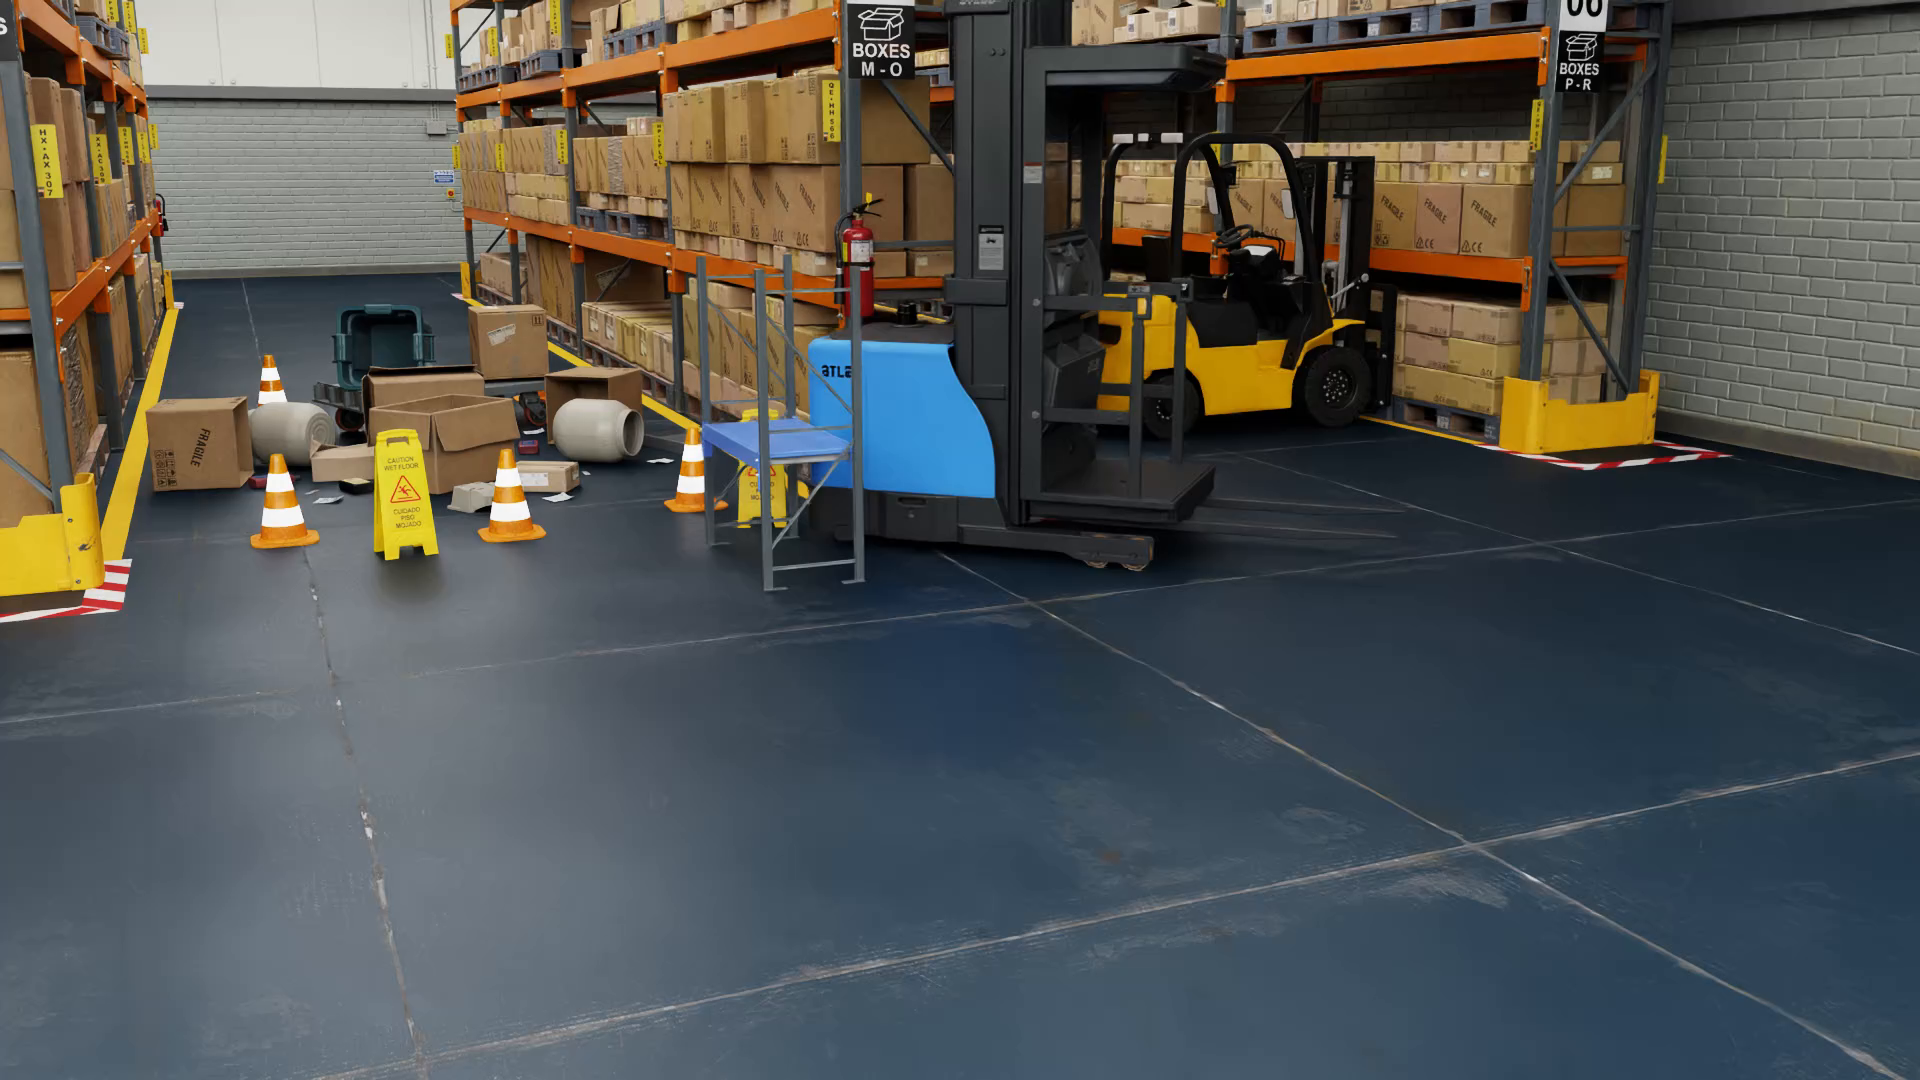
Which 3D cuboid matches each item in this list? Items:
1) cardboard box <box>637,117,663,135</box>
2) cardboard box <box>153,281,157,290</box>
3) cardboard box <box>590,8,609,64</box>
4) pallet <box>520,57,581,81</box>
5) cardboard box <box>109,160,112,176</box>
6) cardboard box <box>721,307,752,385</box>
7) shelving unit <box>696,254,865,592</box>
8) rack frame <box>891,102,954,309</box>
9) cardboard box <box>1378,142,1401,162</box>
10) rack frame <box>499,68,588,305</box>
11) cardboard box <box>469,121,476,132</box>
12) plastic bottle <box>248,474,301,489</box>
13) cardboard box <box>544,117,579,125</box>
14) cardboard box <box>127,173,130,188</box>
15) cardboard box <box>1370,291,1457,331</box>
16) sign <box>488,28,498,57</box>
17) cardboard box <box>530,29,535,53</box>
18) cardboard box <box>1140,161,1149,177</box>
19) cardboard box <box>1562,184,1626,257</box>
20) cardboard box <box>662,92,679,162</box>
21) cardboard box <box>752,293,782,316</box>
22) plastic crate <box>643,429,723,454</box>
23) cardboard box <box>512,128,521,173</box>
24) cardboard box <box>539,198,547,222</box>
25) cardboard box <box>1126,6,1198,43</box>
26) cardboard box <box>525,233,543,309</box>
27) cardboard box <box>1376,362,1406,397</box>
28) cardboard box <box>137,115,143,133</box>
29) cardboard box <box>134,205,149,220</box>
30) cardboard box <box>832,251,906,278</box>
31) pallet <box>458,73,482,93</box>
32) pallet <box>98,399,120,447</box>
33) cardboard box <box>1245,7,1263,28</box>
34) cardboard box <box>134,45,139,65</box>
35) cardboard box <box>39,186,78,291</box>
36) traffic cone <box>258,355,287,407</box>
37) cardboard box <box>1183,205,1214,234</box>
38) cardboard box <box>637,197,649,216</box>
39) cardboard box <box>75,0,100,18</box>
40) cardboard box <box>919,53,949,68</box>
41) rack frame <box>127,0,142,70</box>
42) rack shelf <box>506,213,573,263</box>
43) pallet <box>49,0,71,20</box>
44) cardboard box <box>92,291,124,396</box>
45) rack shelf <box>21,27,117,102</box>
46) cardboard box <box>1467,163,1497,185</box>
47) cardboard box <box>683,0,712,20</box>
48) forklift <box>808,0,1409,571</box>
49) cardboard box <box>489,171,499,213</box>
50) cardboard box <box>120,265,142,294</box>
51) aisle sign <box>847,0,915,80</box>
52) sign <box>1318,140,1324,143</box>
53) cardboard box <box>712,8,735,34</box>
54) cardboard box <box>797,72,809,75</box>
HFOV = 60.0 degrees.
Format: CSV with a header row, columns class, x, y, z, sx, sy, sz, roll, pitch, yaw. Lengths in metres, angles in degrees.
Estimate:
class,x,y,z,sx,sy,sz,roll,pitch,yaw
cardboard box,-2.472,-3.446,13.857,0.380,0.149,0.250,-6,14,-25
cardboard box,-9.895,-3.029,20.038,0.380,0.149,0.250,-6,14,-23
cardboard box,-3.024,-4.656,15.460,0.700,0.500,0.500,-6,14,-23
pallet,-4.151,-5.071,17.893,1.003,0.211,1.213,-5,14,-20
cardboard box,-7.899,-3.360,15.043,0.380,0.149,0.250,-6,14,-23
cardboard box,-1.372,-1.383,11.698,0.500,0.500,0.500,-5,14,-20
shelving unit,-0.898,-0.617,8.209,0.538,1.500,1.048,-6,14,-23
rack frame,-0.450,-4.618,22.170,1.000,3.000,0.127,-6,14,-23
cardboard box,3.417,-2.958,12.678,0.380,0.149,0.250,-5,14,-22
rack frame,-4.996,-4.169,20.230,1.000,3.000,0.127,-6,14,-23
cardboard box,-6.419,-5.584,22.467,0.380,0.149,0.250,-6,14,-25
plastic bottle,-4.262,-0.373,10.346,0.283,0.061,0.133,-12,18,-42
cardboard box,-4.885,-5.109,20.416,0.380,0.149,0.250,-6,14,-24
cardboard box,-9.151,-3.864,17.877,0.380,0.149,0.250,-5,14,-21
cardboard box,3.466,-1.766,12.798,0.500,0.250,0.500,-5,14,-22
sign,-5.504,-5.870,19.606,0.100,0.325,0.005,-6,14,-23
cardboard box,-4.267,-5.196,17.381,0.396,0.266,0.258,-6,14,-24
cardboard box,1.970,-3.590,16.066,0.380,0.149,0.250,-6,14,-24
cardboard box,4.413,-2.315,11.998,0.500,0.500,0.500,-5,14,-21
cardboard box,-1.814,-3.086,12.453,0.700,0.500,0.500,-6,14,-24
cardboard box,-1.160,-1.555,10.999,0.380,0.149,0.250,-5,14,-21
plastic crate,-1.914,-0.695,11.696,0.402,0.080,0.583,-12,18,-42
cardboard box,-4.854,-4.485,19.157,0.500,0.500,0.500,-6,14,-23
cardboard box,-4.241,-3.560,17.932,0.500,0.250,0.500,-6,14,-24
cardboard box,1.934,-4.922,15.878,0.500,0.311,0.500,-6,14,-25
cardboard box,-4.675,-3.217,19.900,0.875,0.875,0.875,-5,14,-21
cardboard box,3.497,-1.280,12.915,0.500,0.250,0.500,-5,14,-22
cardboard box,-9.844,-4.709,19.467,0.500,0.500,0.500,-5,14,-22
cardboard box,-9.305,-3.667,18.617,0.380,0.149,0.250,-5,14,-21
cardboard box,-0.535,-1.625,9.796,0.380,0.149,0.250,-5,14,-21
pallet,-6.292,-6.261,22.814,1.003,0.211,1.213,-6,14,-23
pallet,-6.665,-0.842,12.040,1.003,0.211,1.213,-6,14,-23
cardboard box,2.656,-4.437,14.141,0.380,0.149,0.250,-5,14,-22
cardboard box,-10.267,-5.875,20.174,0.500,0.250,0.500,-5,14,-22
cardboard box,-5.224,-1.606,8.824,0.875,0.550,0.550,-6,14,-23
traffic cone,-5.441,-1.226,13.139,0.336,0.463,0.334,-6,14,-23
cardboard box,2.313,-2.973,15.394,0.500,0.250,0.500,-5,14,-22
cardboard box,-2.477,-2.786,13.879,0.380,0.149,0.250,-6,14,-24
cardboard box,-6.936,-4.304,12.786,0.500,0.500,0.500,-6,14,-23
cardboard box,-0.283,-5.902,20.469,0.380,0.149,0.250,-6,14,-24
rack frame,-11.094,-7.450,21.102,1.000,3.000,0.127,-6,14,-23
rack shelf,-4.195,-3.405,18.526,1.077,0.370,4.000,-6,14,-23
pallet,-5.969,-3.296,10.004,1.003,0.211,1.213,-6,14,-23
cardboard box,-7.001,-1.476,12.654,1.050,0.750,0.750,-6,14,-23
rack shelf,-7.088,-3.572,12.595,1.077,0.370,4.000,-6,14,-23
cardboard box,3.832,-2.600,11.790,0.380,0.149,0.250,-5,14,-22
cardboard box,-1.651,-3.828,11.777,0.500,0.250,0.500,-6,14,-23
forklift,0.770,-1.410,8.460,3.031,2.935,1.130,5,14,19
cardboard box,-5.628,-4.396,20.990,0.500,0.500,0.500,-6,14,-24
cardboard box,-8.147,-2.496,15.950,0.500,0.250,0.500,-6,14,-24
aisle sign,-0.430,-2.917,9.056,0.394,0.787,0.004,-6,14,-23
sign,3.263,-3.476,15.140,0.100,0.325,0.005,-6,14,-23
cardboard box,-1.456,-3.494,11.219,0.380,0.149,0.250,-6,14,-24
cardboard box,-2.125,-6.861,24.883,0.500,0.250,0.500,-6,14,-24
